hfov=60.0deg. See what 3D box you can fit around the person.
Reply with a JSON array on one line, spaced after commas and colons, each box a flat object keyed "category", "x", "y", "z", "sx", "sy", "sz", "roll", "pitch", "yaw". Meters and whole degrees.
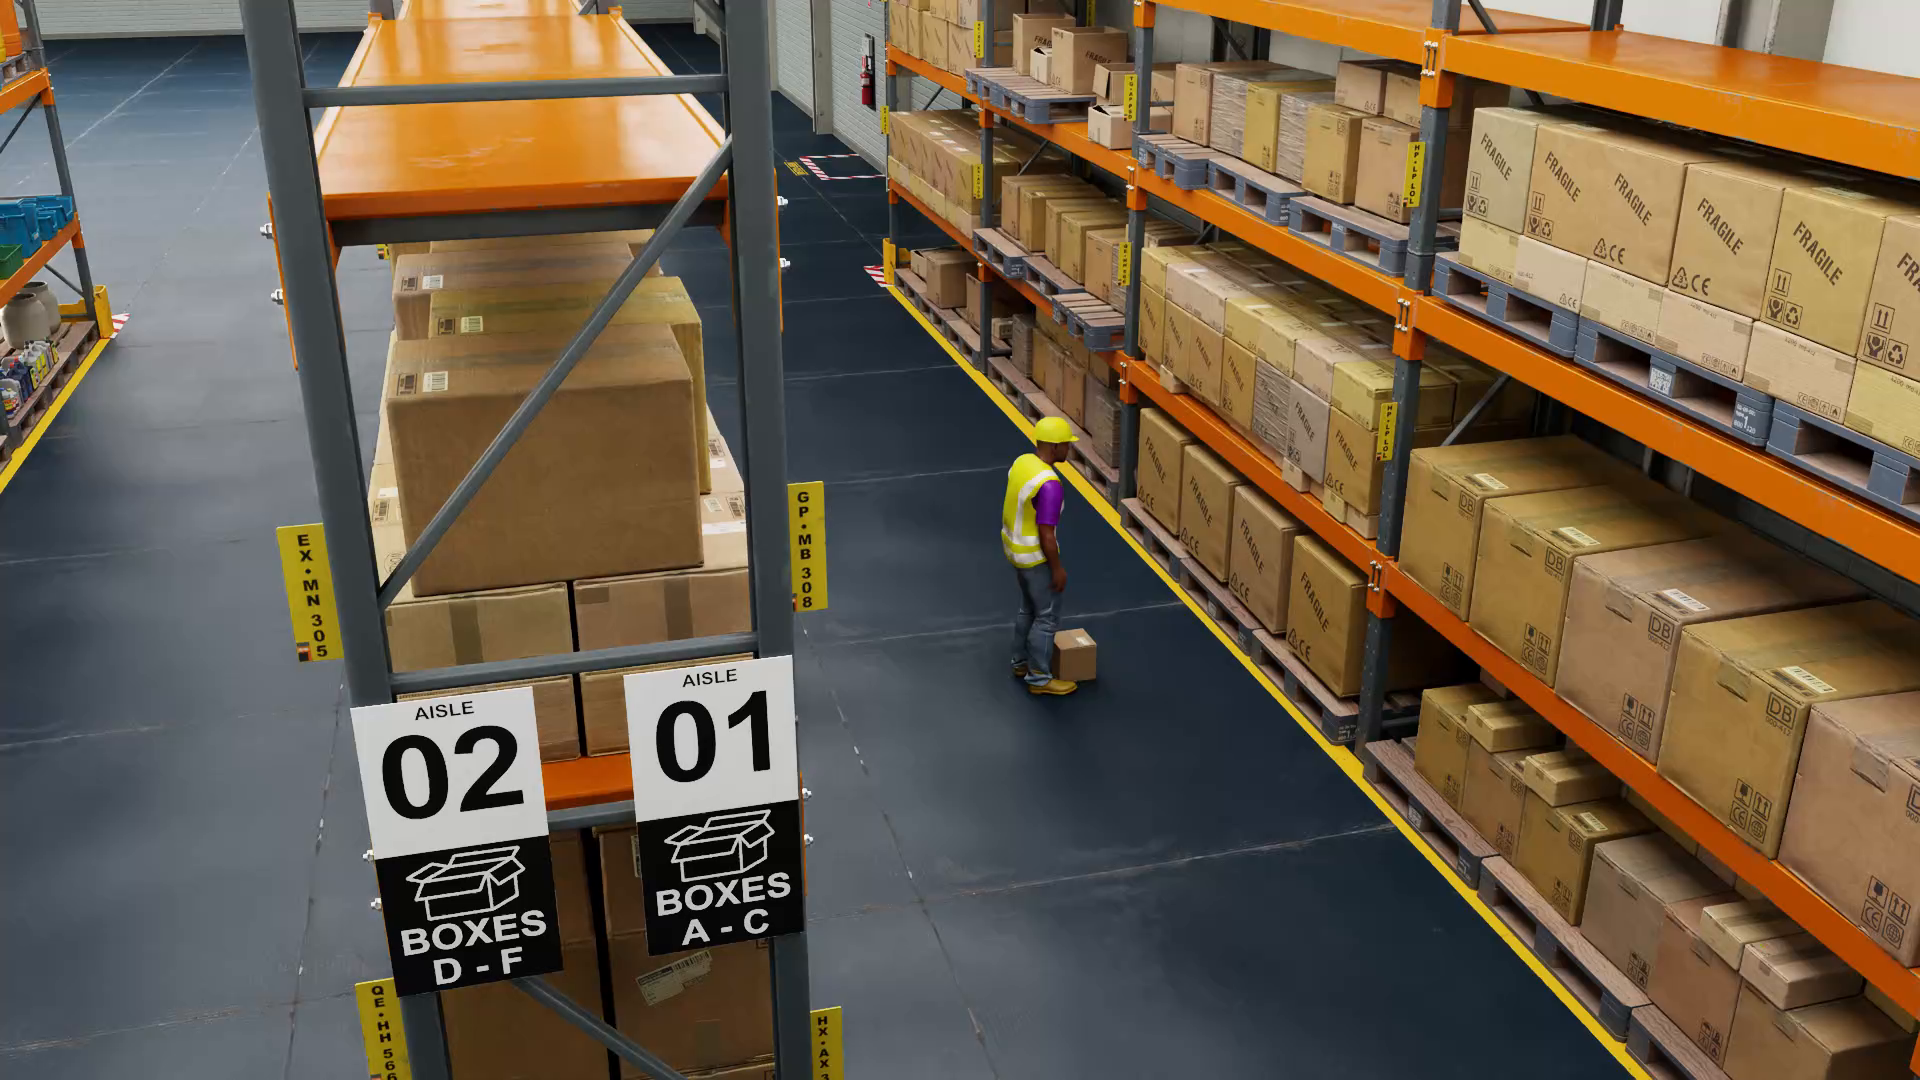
[{"category": "person", "x": 0.507, "y": 0.082, "z": 10.375, "sx": 0.459, "sy": 1.761, "sz": 0.626, "roll": -6, "pitch": 24, "yaw": -14}]
